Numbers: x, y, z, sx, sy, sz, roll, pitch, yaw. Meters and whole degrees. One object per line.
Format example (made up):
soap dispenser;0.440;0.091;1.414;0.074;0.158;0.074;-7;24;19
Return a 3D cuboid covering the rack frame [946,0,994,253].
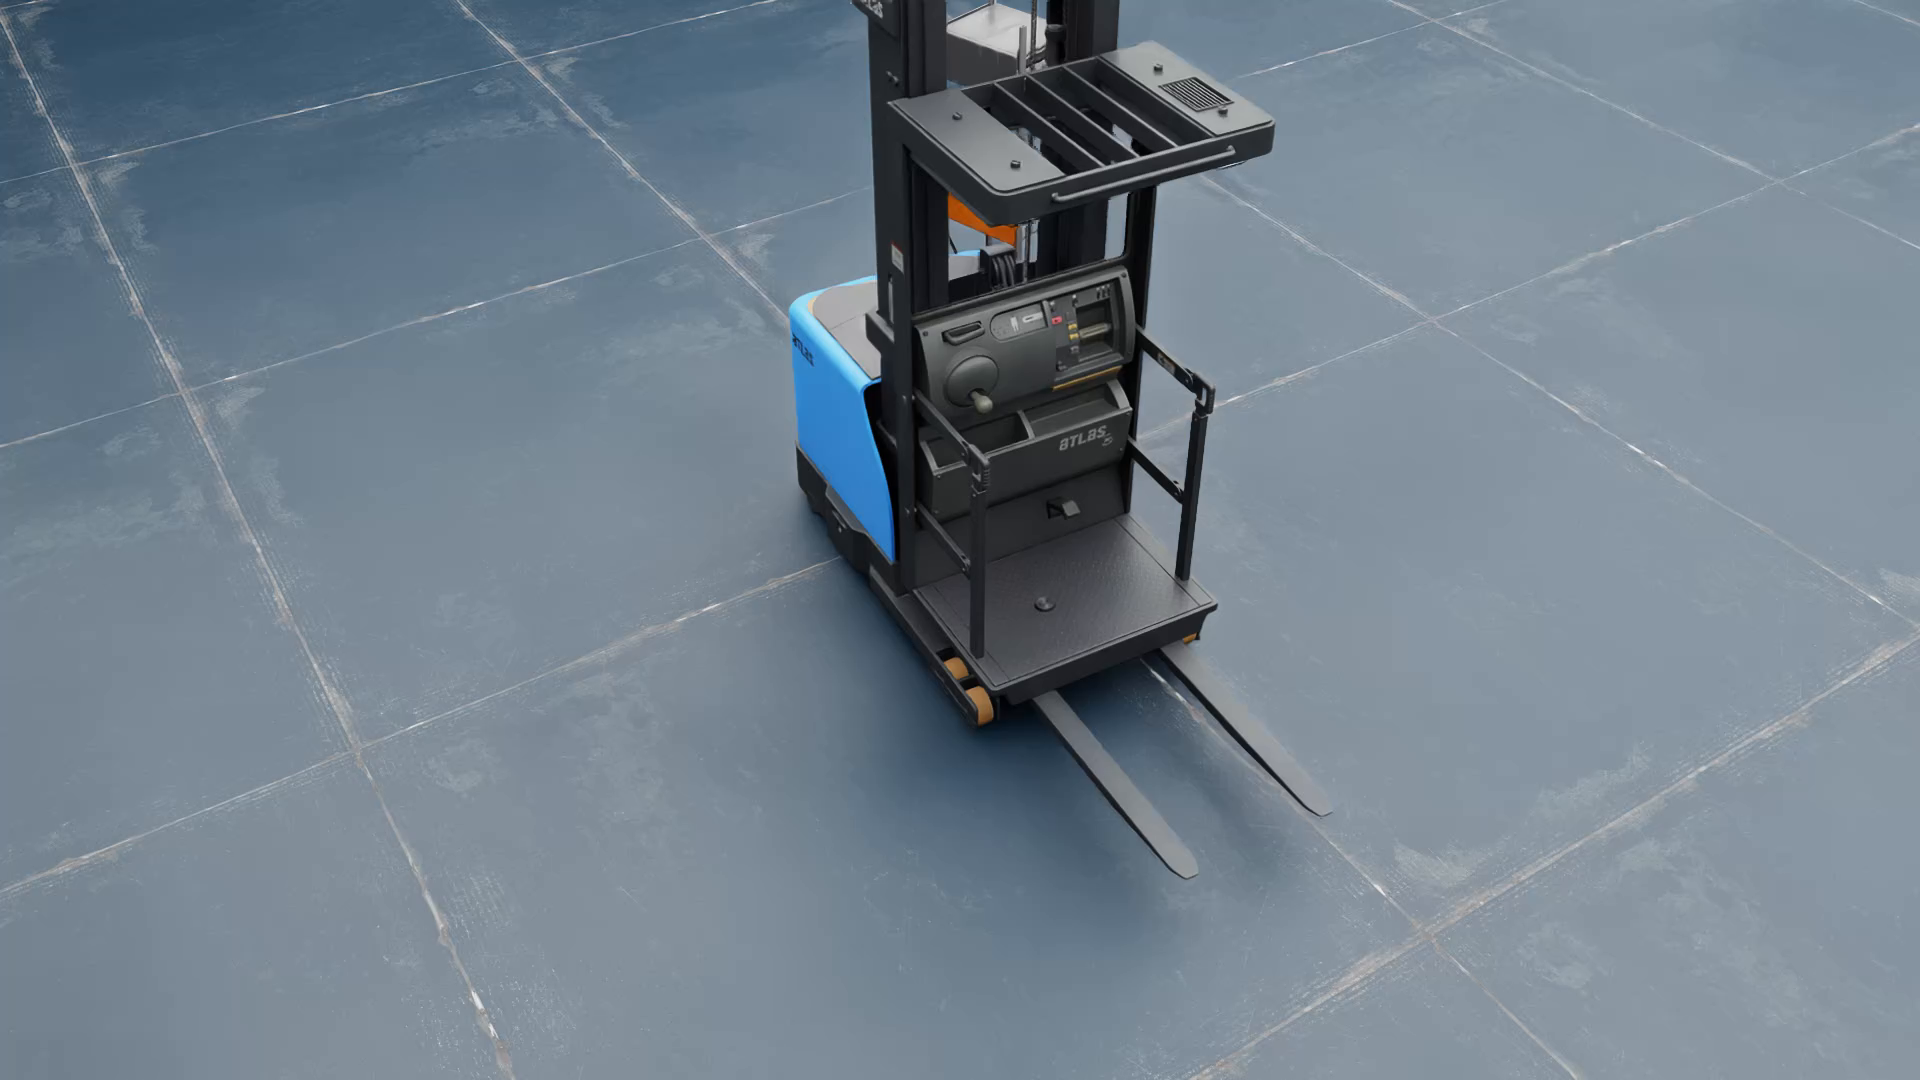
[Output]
rack frame;0.024;-1.685;8.132;0.015;2.100;0.400;29;48;30

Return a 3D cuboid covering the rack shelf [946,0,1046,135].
rack shelf;0.207;-2.109;7.569;0.480;0.518;0.431;29;48;30

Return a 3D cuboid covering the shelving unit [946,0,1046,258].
shelving unit;0.207;-1.582;8.008;0.503;2.100;0.431;29;48;30

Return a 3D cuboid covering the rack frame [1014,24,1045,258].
rack frame;0.391;-1.479;7.884;0.015;2.100;0.400;29;48;30

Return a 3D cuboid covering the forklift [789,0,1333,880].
forklift;0.373;-0.694;6.293;1.130;2.935;3.031;-19;44;-22

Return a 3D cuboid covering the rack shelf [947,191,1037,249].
rack shelf;0.207;-1.571;8.017;0.480;0.518;0.431;29;48;30
